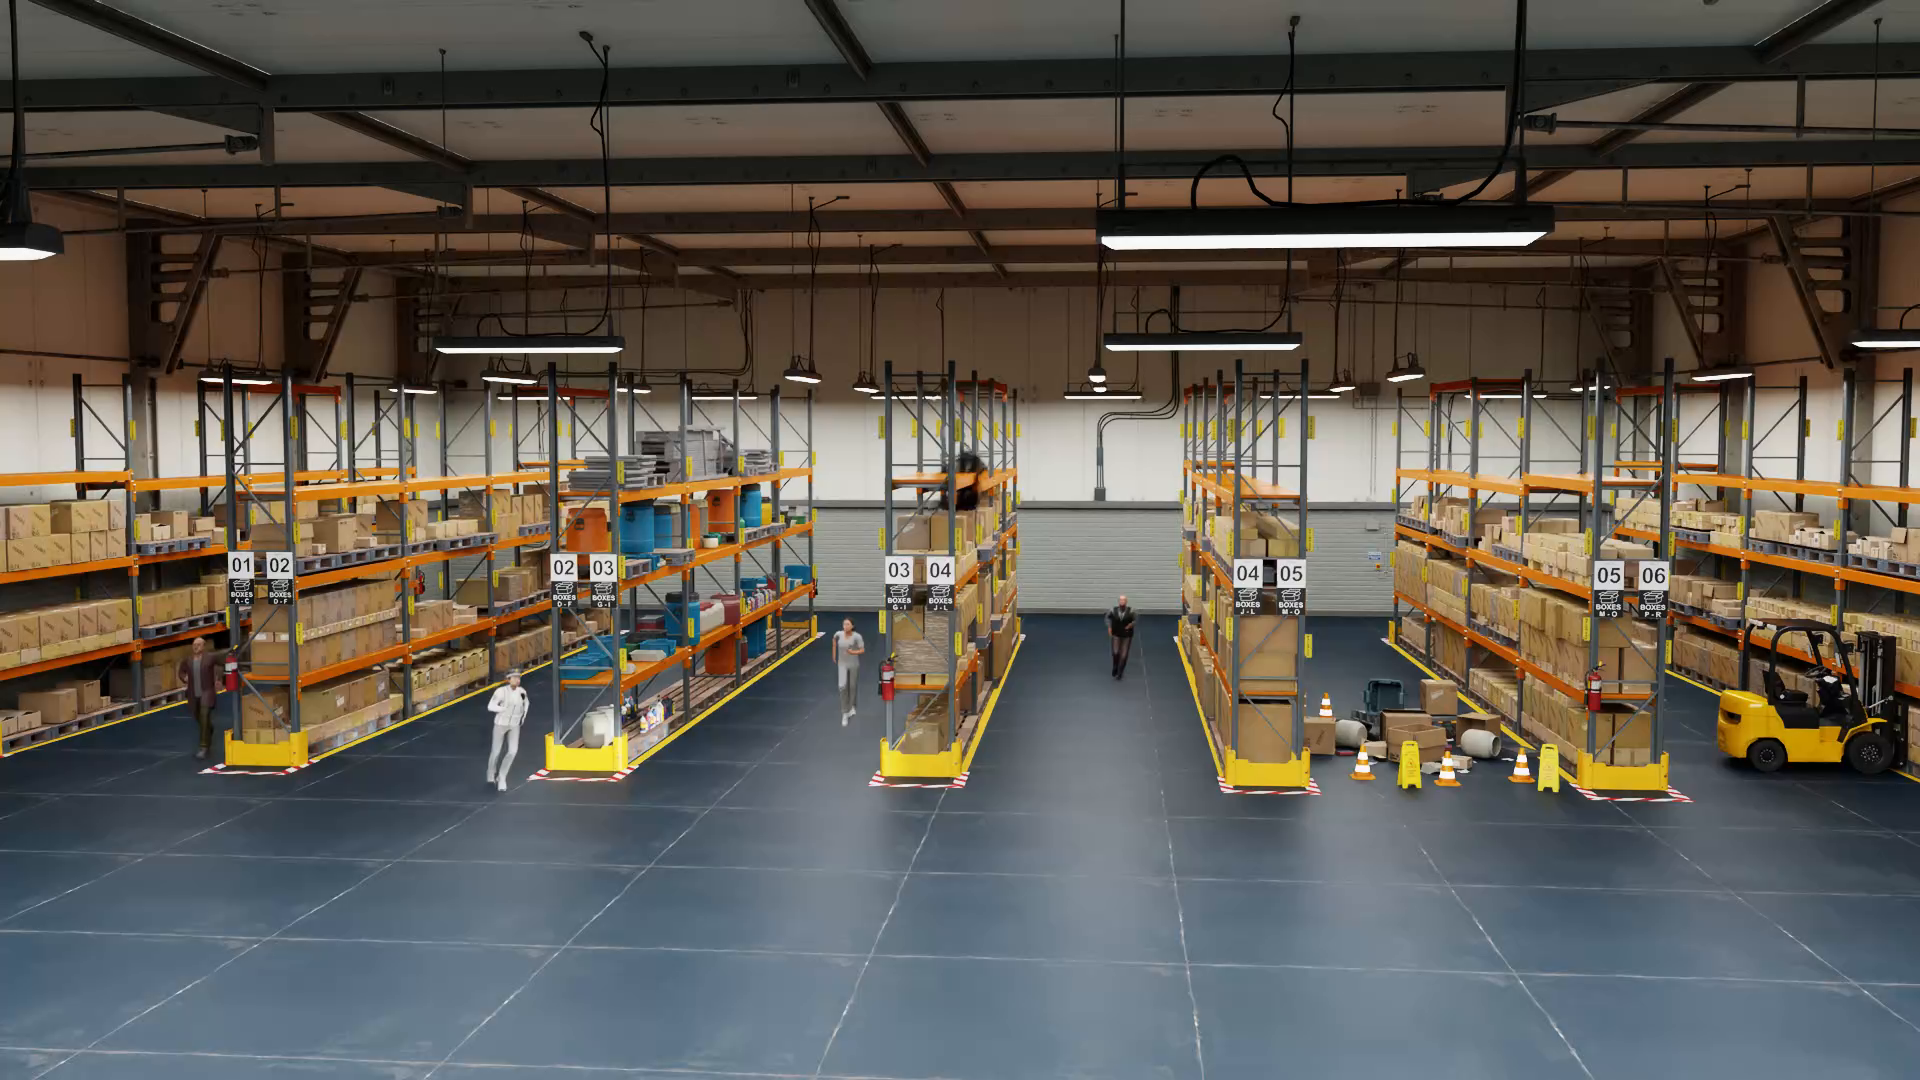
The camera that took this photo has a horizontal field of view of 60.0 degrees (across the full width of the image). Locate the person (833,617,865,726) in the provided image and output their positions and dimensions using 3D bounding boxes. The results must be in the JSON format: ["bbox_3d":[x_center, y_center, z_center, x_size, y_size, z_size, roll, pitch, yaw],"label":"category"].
[{"bbox_3d":[-1.820,2.124,27.205,0.586,1.757,0.798,1,4,9],"label":"person"}]

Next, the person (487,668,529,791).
[{"bbox_3d":[-6.333,2.640,23.397,0.612,1.705,0.688,-2,4,-26],"label":"person"}]

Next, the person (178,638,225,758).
[{"bbox_3d":[-11.755,2.405,25.792,0.734,1.799,1.009,0,4,0],"label":"person"}]

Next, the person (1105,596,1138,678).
[{"bbox_3d":[3.252,1.952,33.437,0.657,1.678,0.667,0,4,3],"label":"person"}]
